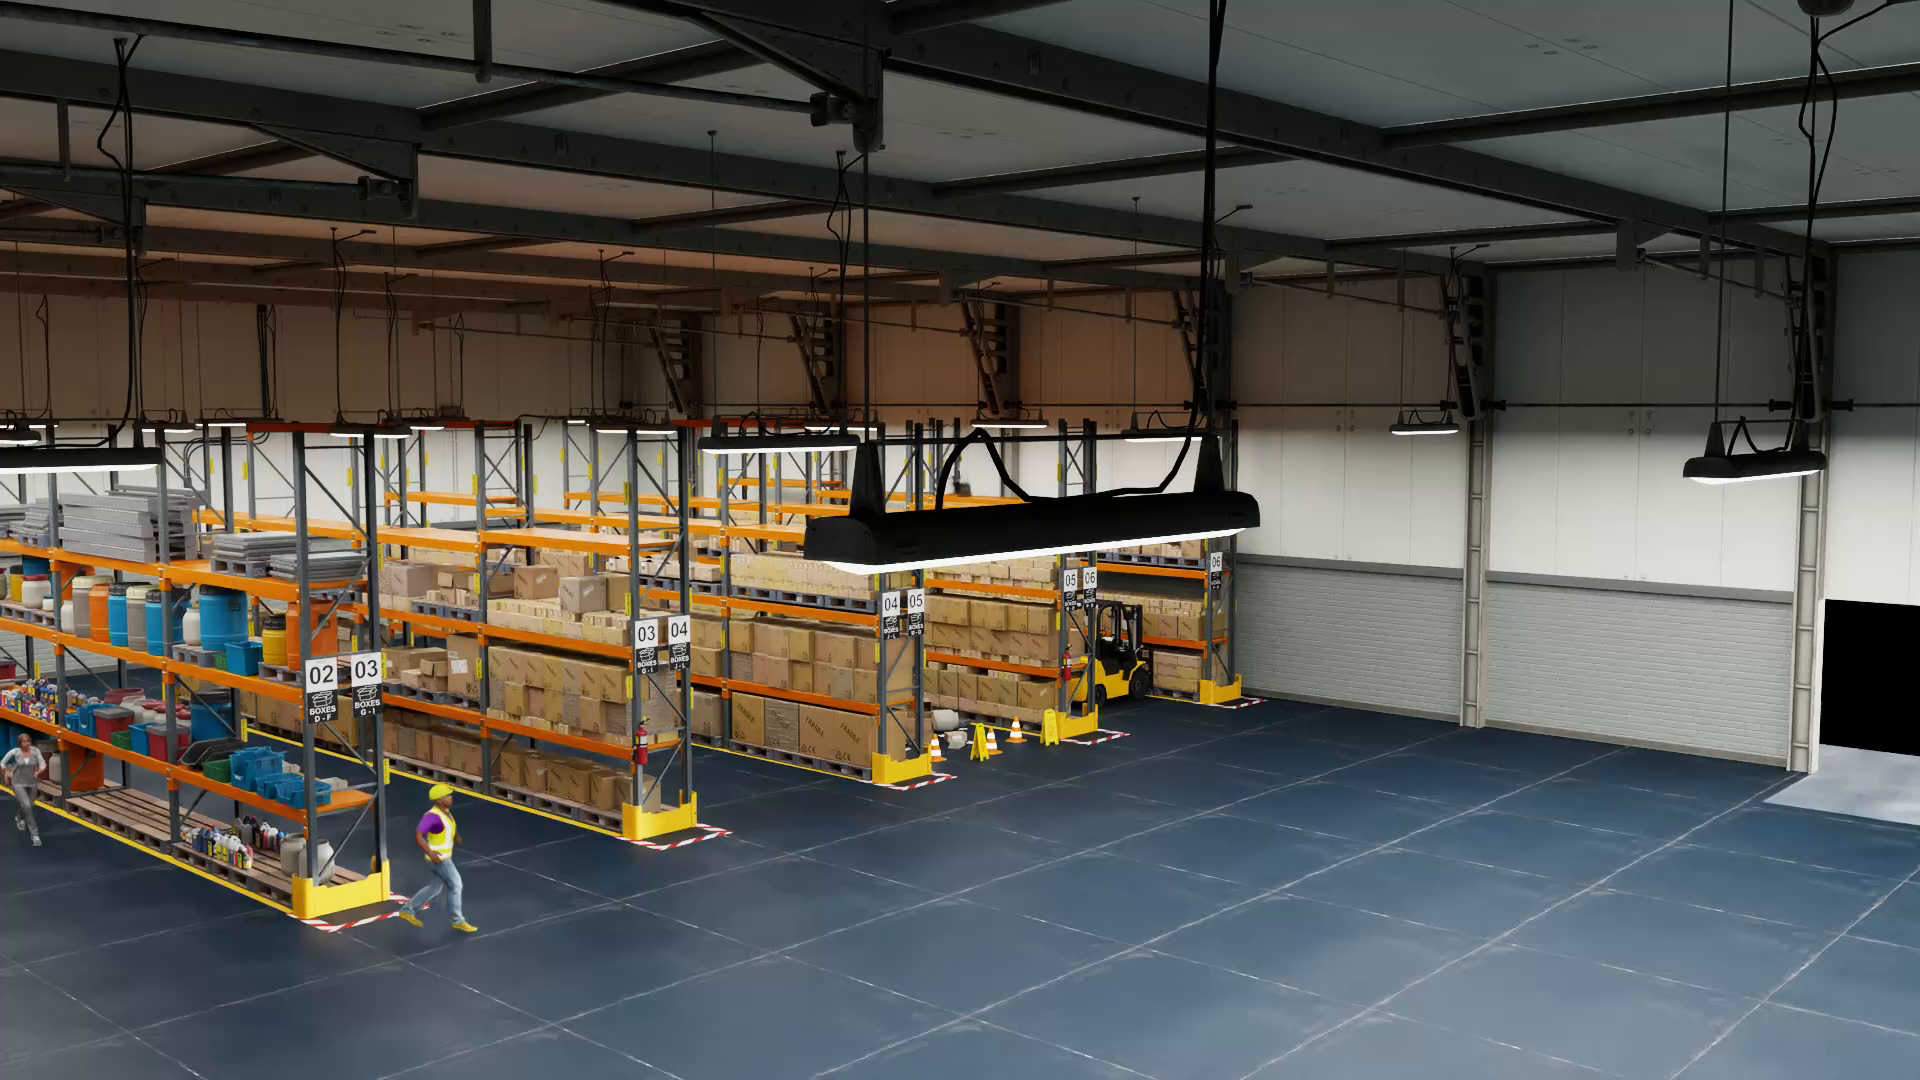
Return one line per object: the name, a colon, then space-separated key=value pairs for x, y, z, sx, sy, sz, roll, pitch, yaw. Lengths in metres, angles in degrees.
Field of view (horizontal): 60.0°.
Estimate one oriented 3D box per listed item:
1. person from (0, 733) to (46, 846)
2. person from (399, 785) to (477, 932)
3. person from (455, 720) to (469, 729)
person: x=-13.538 y=3.616 z=24.077 sx=0.557 sy=1.502 sz=0.929 roll=-4 pitch=6 yaw=-44
person: x=-6.272 y=3.806 z=19.932 sx=0.905 sy=1.770 sz=0.712 roll=-1 pitch=5 yaw=-14
person: x=-9.418 y=2.893 z=31.702 sx=0.598 sy=1.680 sz=0.649 roll=3 pitch=6 yaw=34
